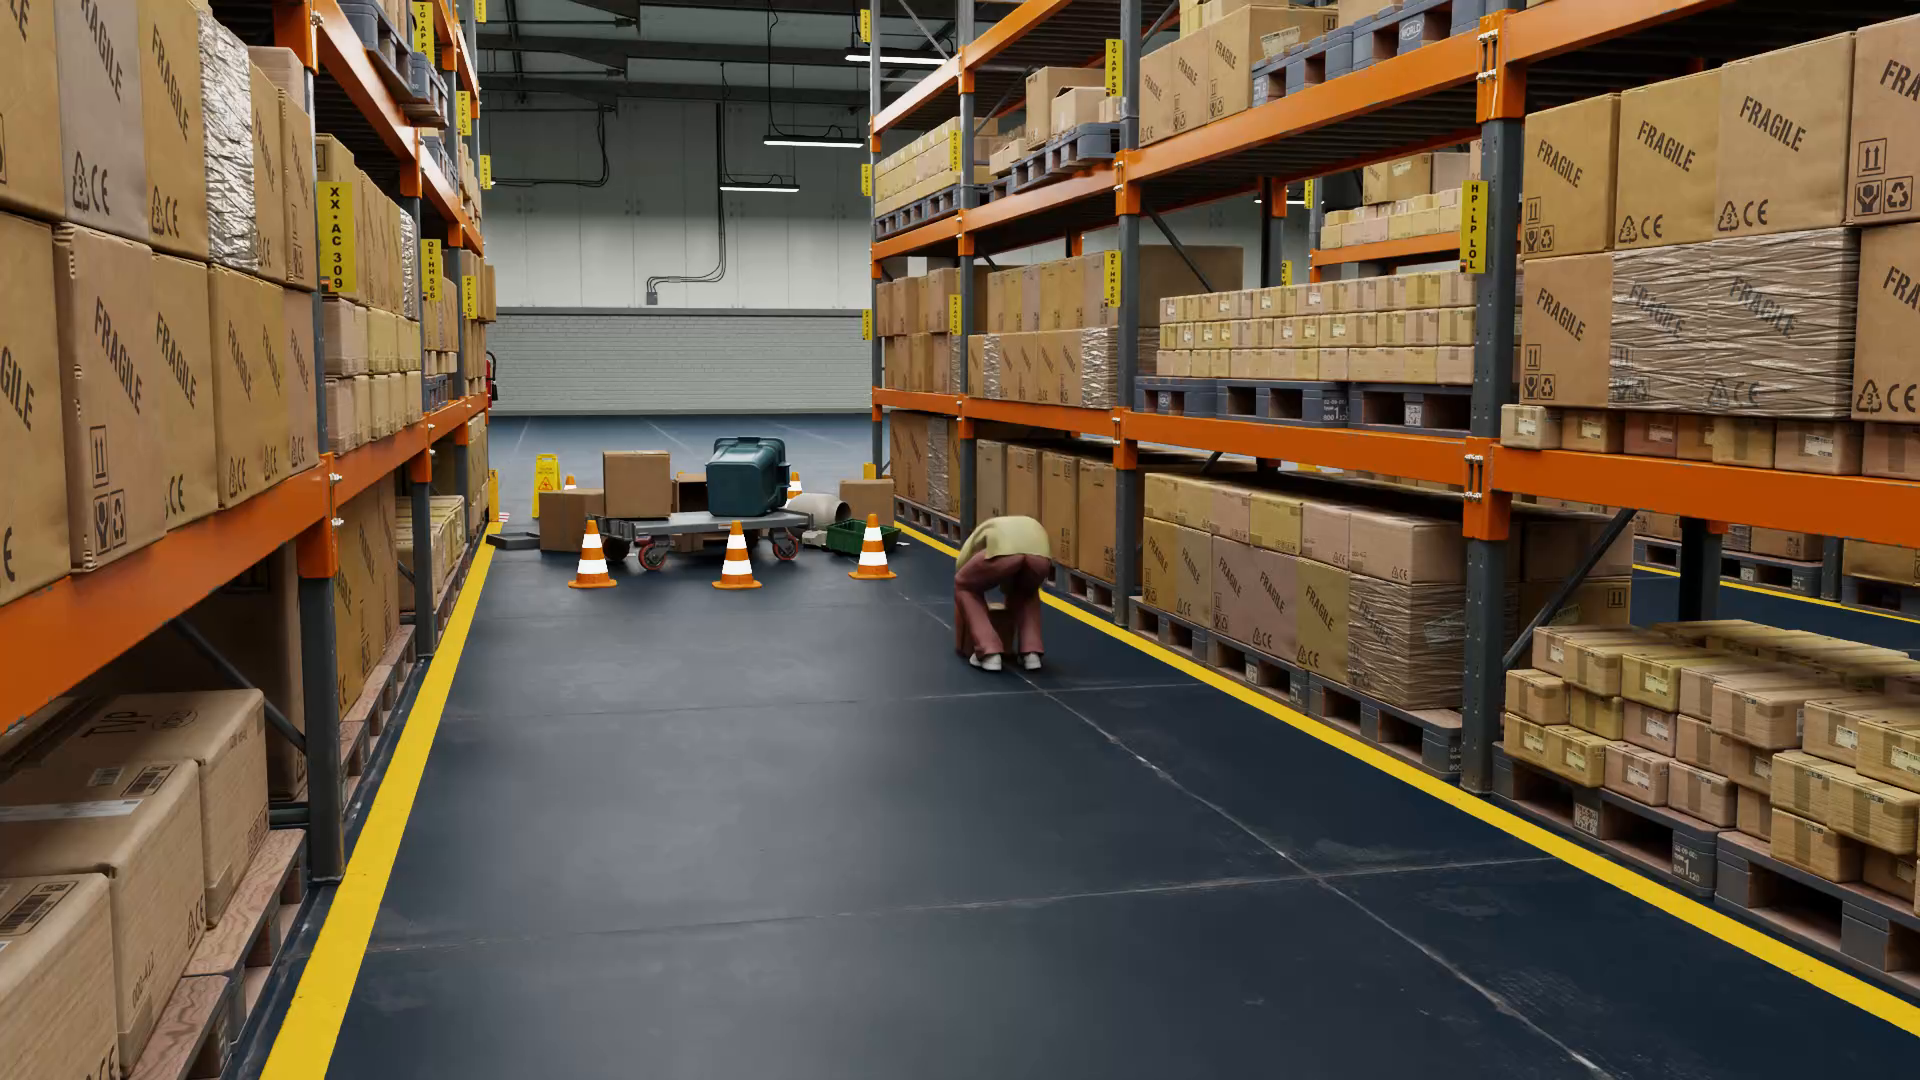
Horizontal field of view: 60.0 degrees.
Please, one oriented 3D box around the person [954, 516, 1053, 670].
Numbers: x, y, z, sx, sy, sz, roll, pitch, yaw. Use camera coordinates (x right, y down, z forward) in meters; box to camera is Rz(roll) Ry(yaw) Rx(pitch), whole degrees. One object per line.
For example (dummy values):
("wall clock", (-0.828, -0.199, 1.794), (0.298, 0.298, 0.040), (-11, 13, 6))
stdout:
("person", (0.217, 0.265, 8.841), (0.453, 0.818, 0.860), (-2, 6, -16))
